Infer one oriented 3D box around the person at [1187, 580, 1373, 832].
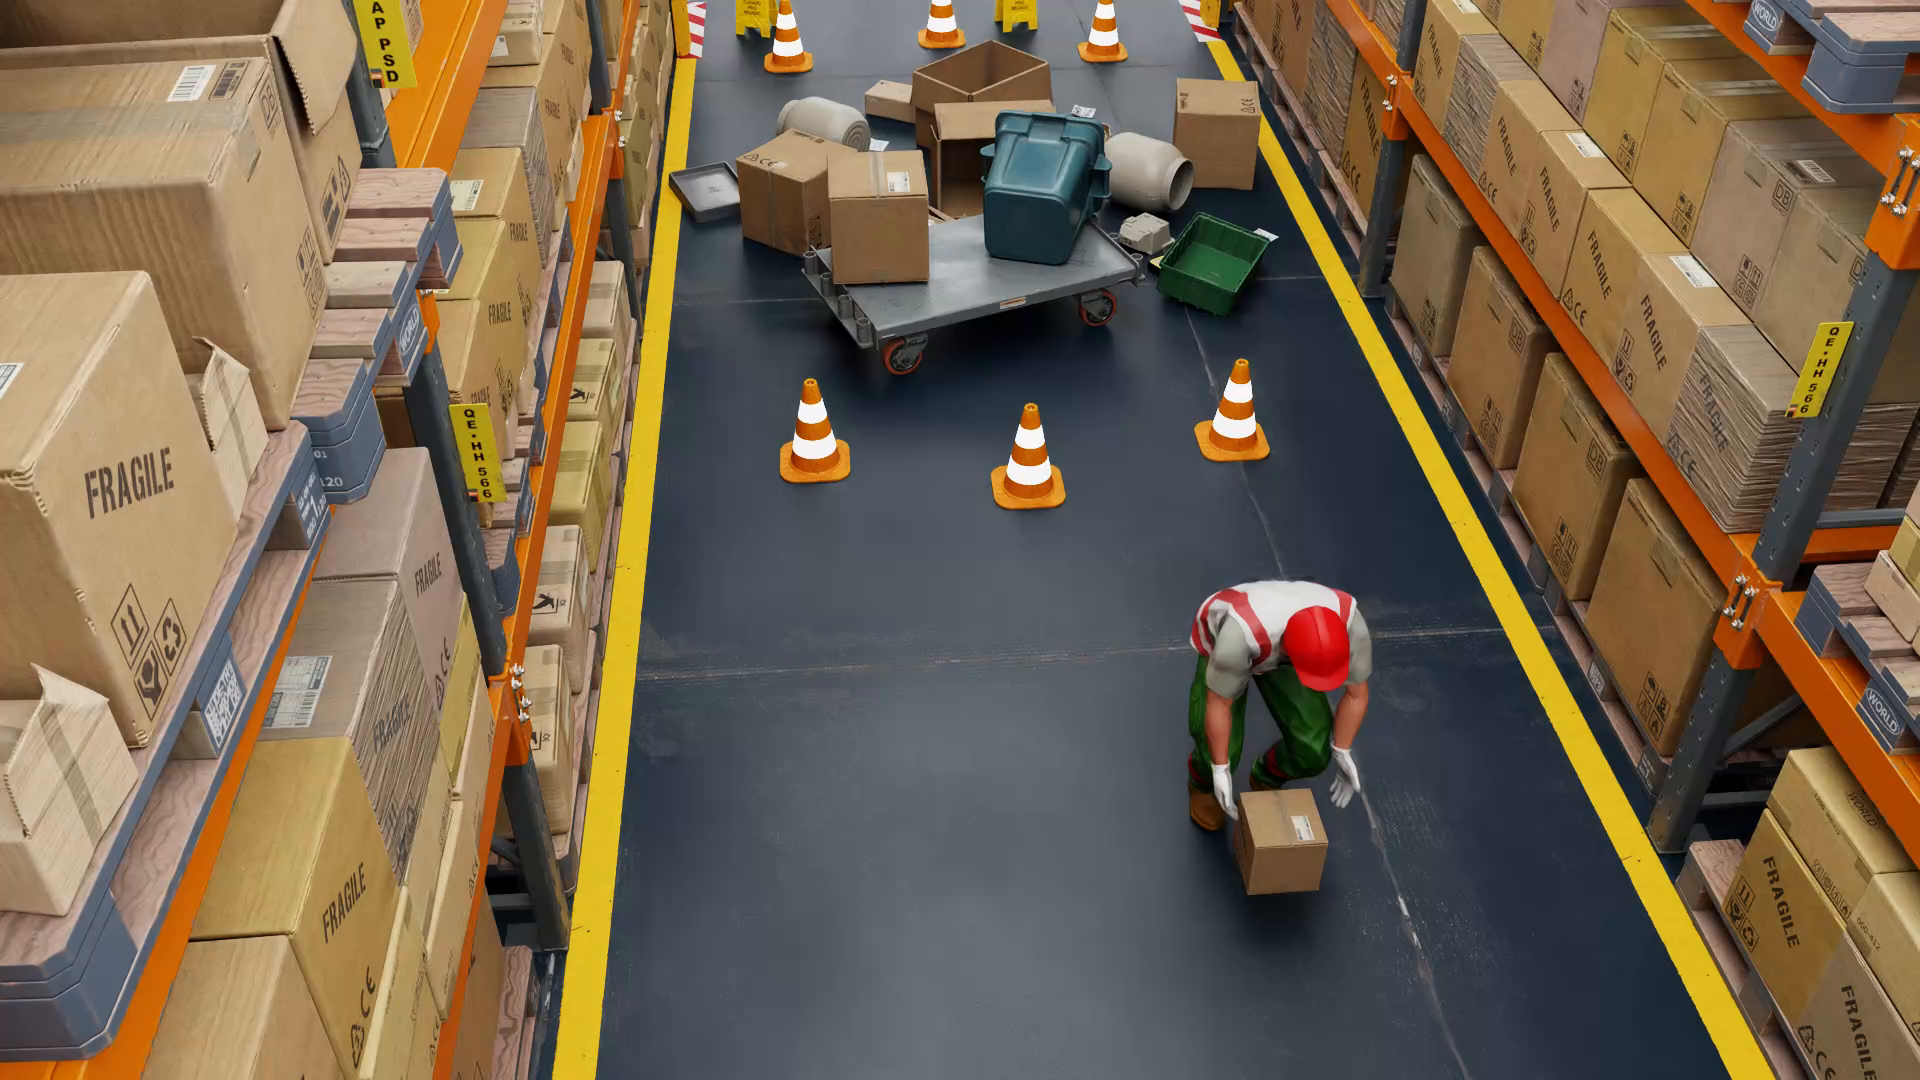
[{"bbox_3d":[1.107,0.580,5.928,0.586,1.145,0.767,-3,39,-4],"label":"person"}]
